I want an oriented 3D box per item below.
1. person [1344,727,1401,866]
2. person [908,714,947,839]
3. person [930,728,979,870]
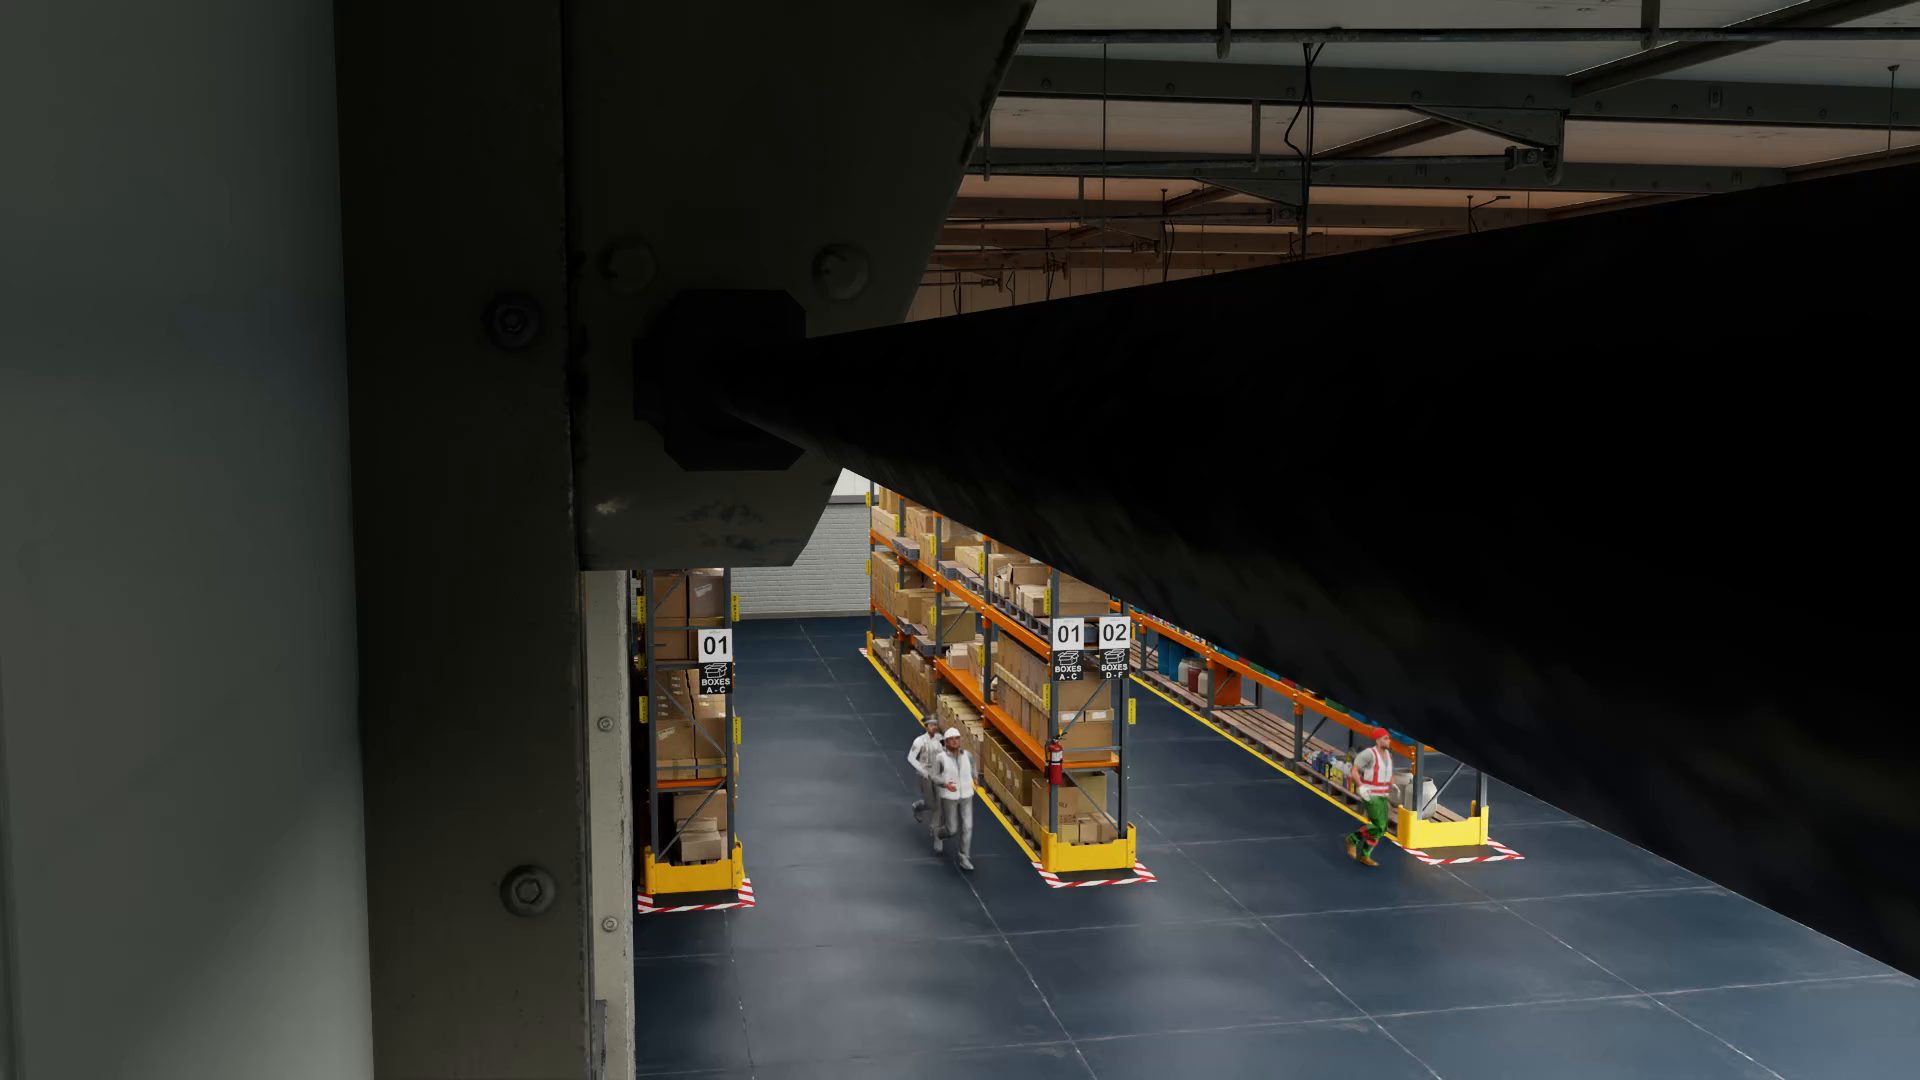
[{"bbox_3d":[5.317,3.256,21.225,0.692,1.732,0.562,-5,8,-40],"label":"person"},{"bbox_3d":[-0.399,3.161,22.444,0.631,1.654,0.729,-3,7,-29],"label":"person"},{"bbox_3d":[-0.012,3.272,21.156,0.676,1.715,0.824,-2,6,-18],"label":"person"}]
